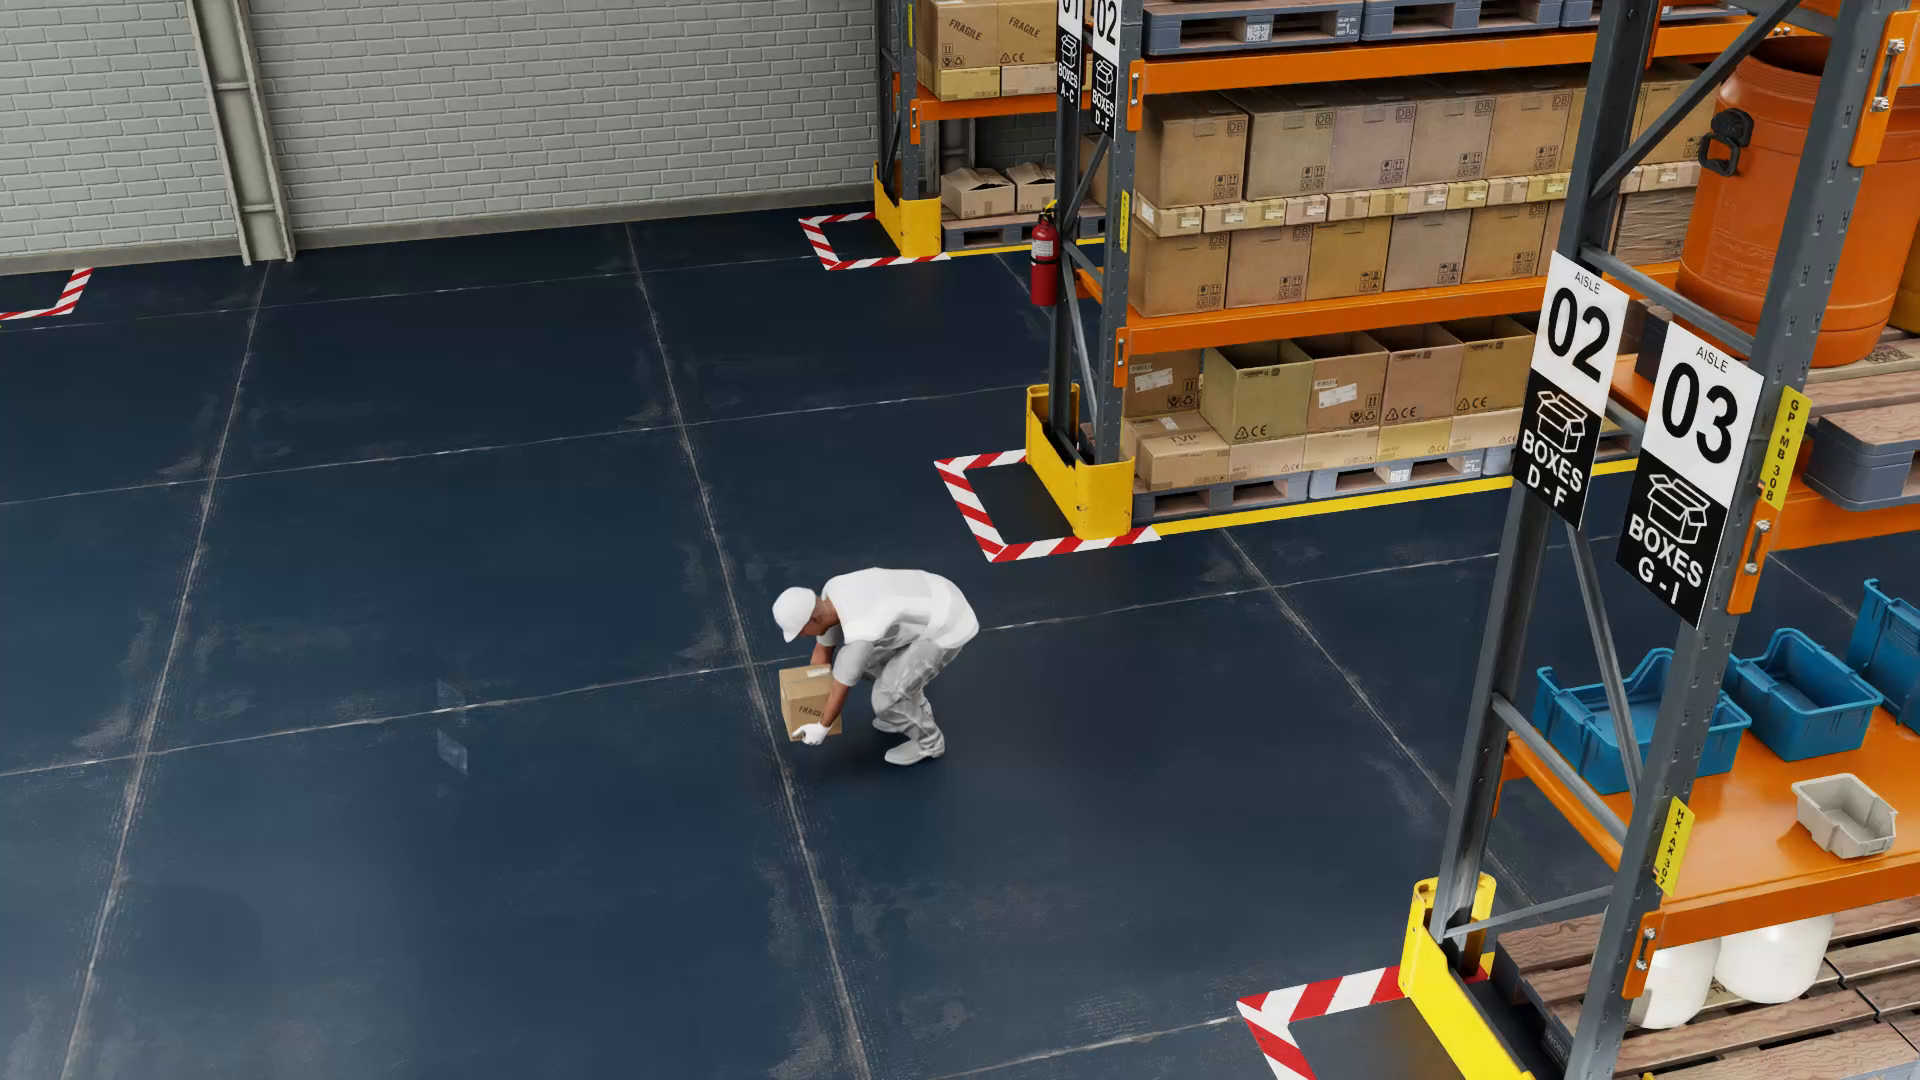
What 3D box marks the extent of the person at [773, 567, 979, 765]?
[{"bbox_3d":[-0.397,0.598,7.975,0.970,0.995,0.549,-8,31,-14],"label":"person"}]
